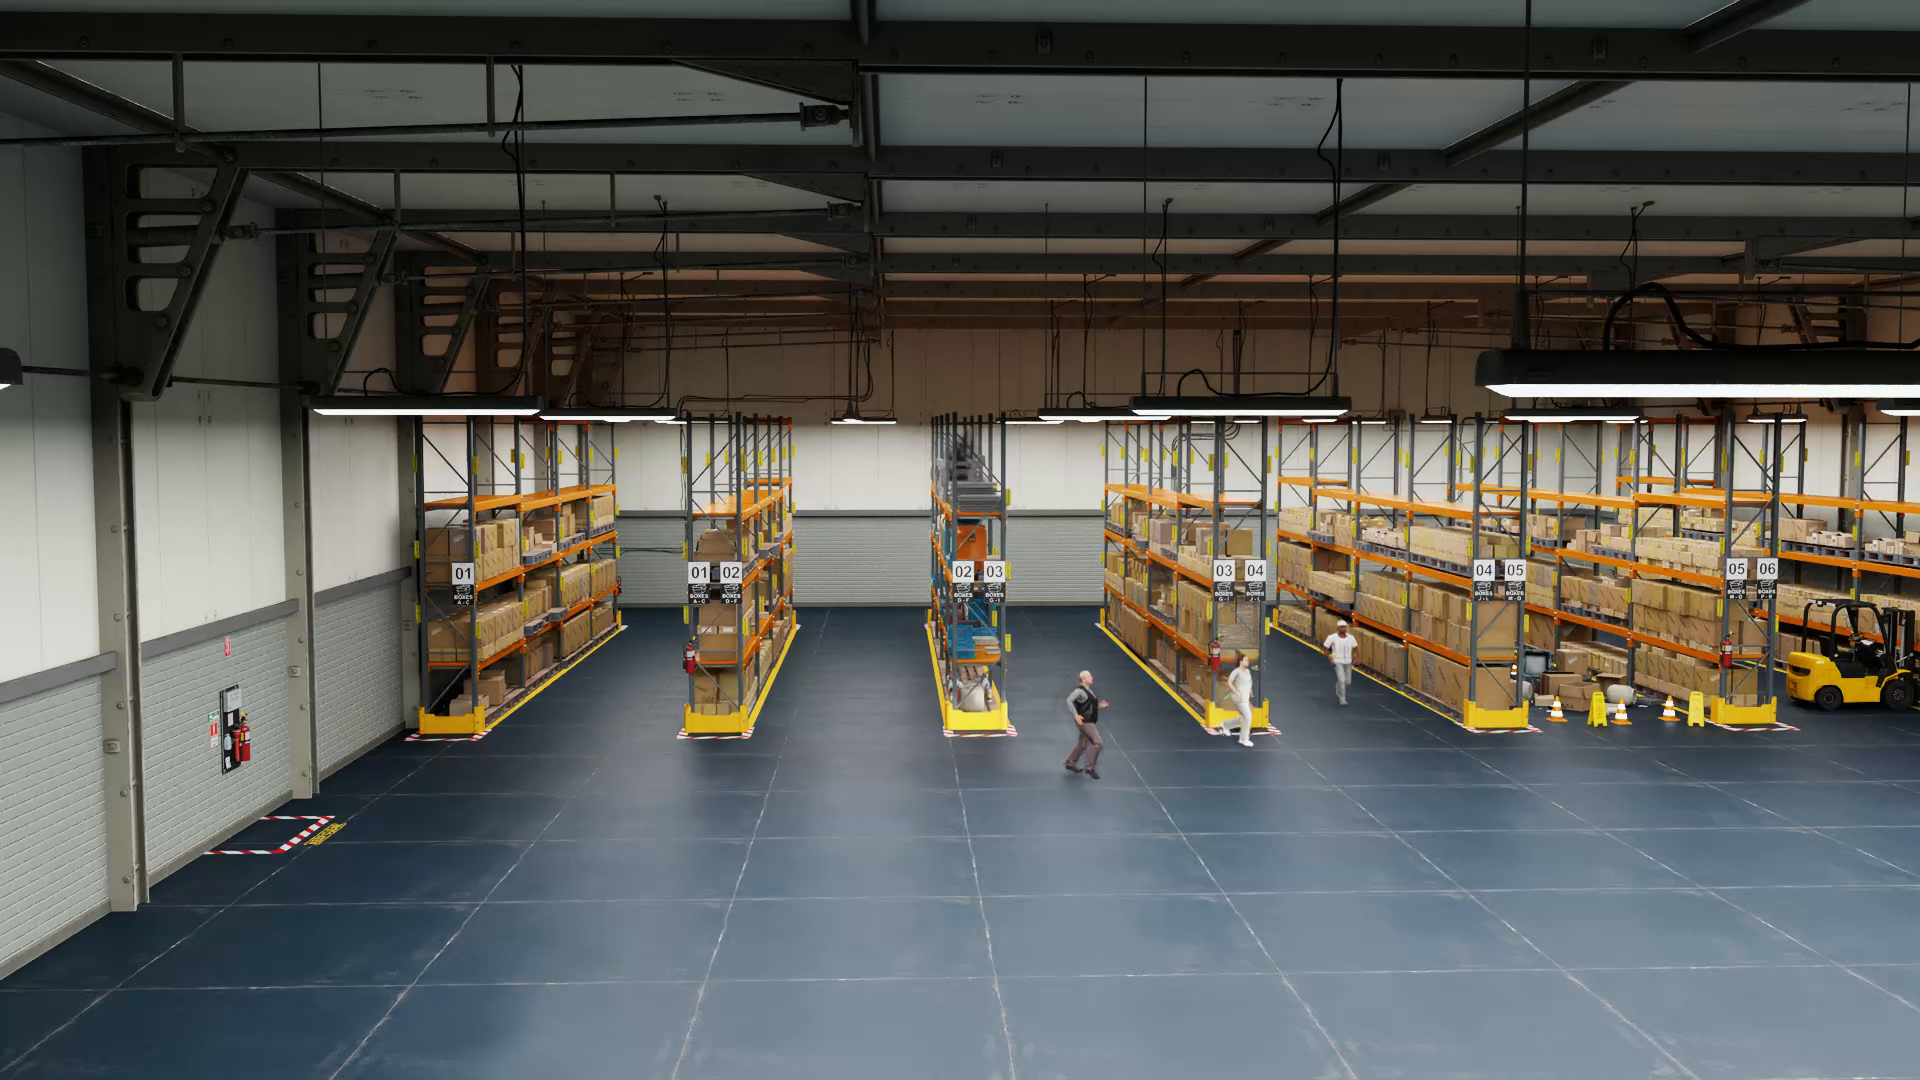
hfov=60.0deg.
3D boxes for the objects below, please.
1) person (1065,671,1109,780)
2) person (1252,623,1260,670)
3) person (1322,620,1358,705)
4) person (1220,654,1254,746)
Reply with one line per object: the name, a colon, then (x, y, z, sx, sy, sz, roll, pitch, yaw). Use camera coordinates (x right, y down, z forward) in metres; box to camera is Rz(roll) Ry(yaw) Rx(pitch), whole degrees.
person: (2.059, 3.023, 27.119, 0.749, 1.777, 0.624, 1, 4, 17)
person: (6.956, 2.278, 39.324, 0.537, 1.561, 0.589, -1, 4, -13)
person: (7.869, 2.517, 34.364, 0.739, 1.734, 0.795, -1, 4, -9)
person: (5.044, 2.872, 30.144, 0.747, 1.624, 0.594, 3, 5, 42)
